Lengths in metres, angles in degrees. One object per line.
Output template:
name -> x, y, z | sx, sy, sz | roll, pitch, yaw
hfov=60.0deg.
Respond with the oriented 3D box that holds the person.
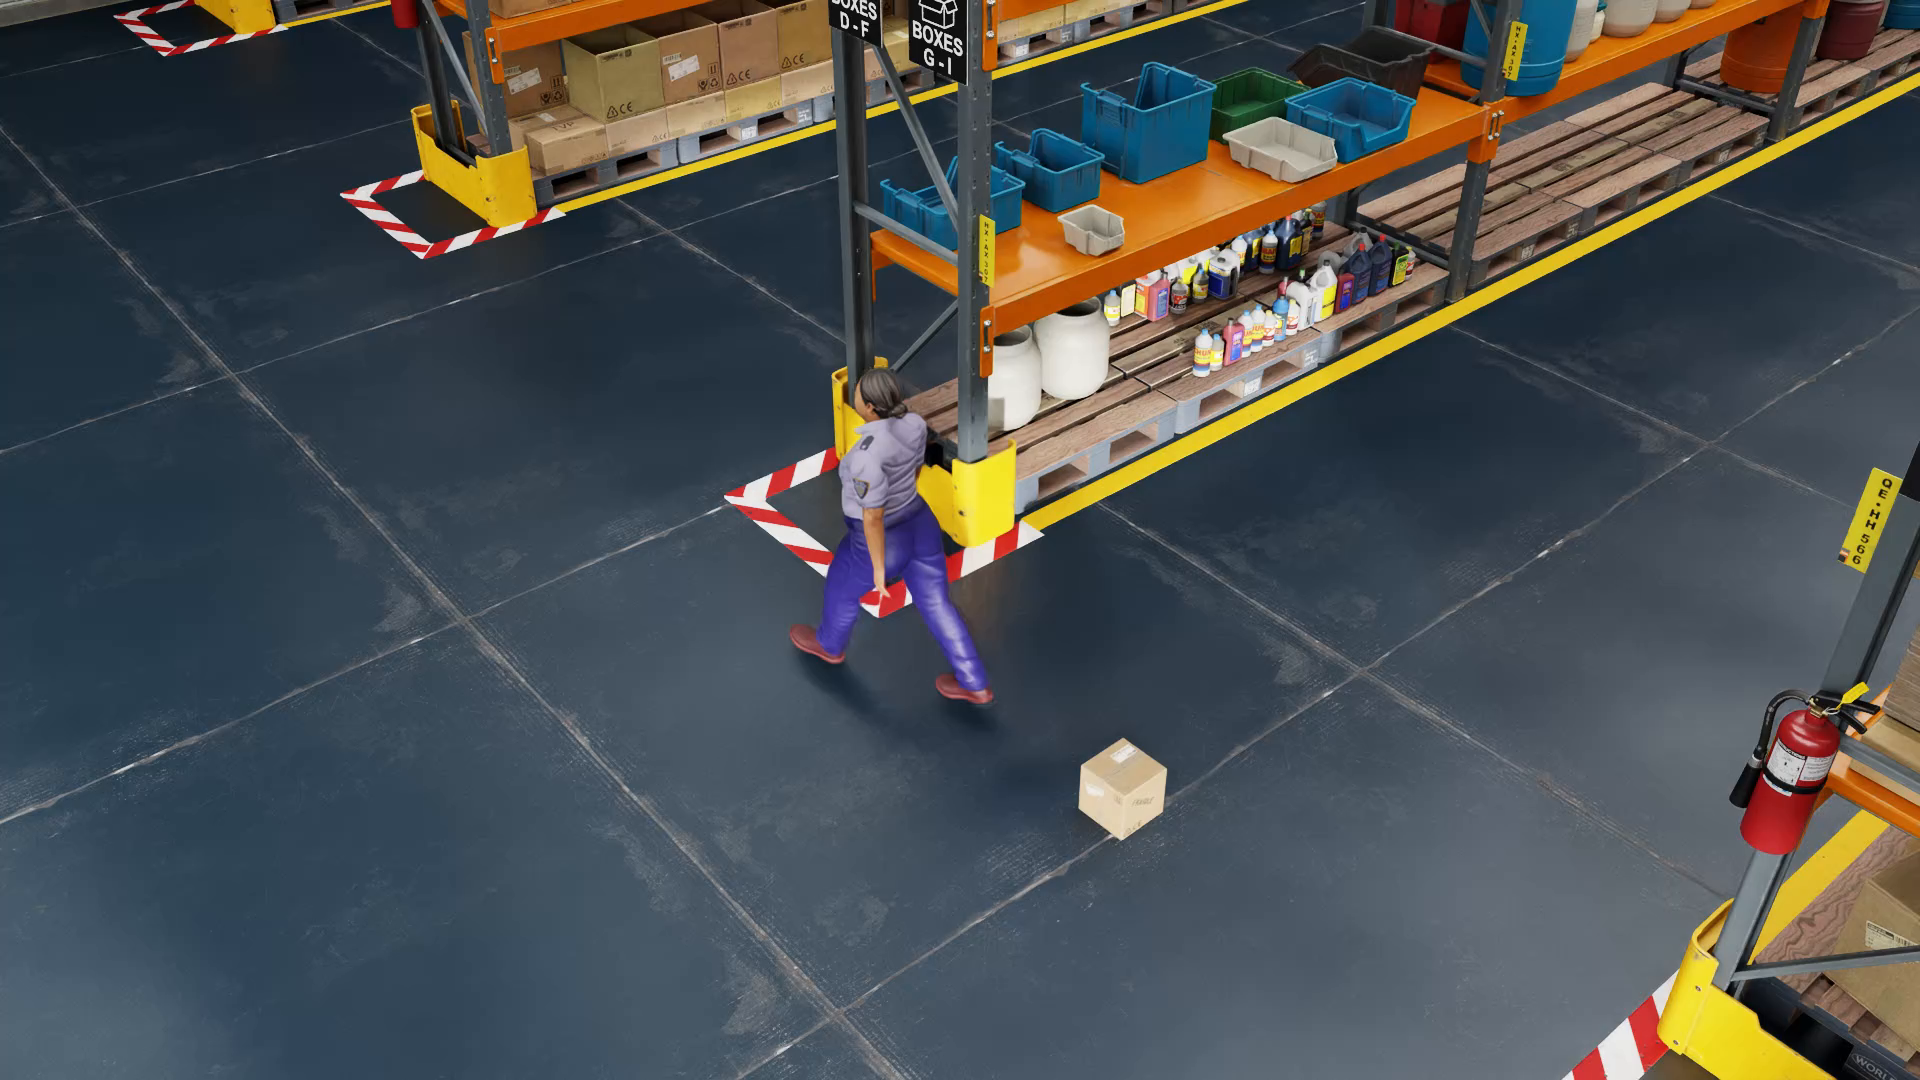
person -> -0.307, -0.031, 7.143 | 1.048, 1.588, 0.474 | 27, 44, 32
